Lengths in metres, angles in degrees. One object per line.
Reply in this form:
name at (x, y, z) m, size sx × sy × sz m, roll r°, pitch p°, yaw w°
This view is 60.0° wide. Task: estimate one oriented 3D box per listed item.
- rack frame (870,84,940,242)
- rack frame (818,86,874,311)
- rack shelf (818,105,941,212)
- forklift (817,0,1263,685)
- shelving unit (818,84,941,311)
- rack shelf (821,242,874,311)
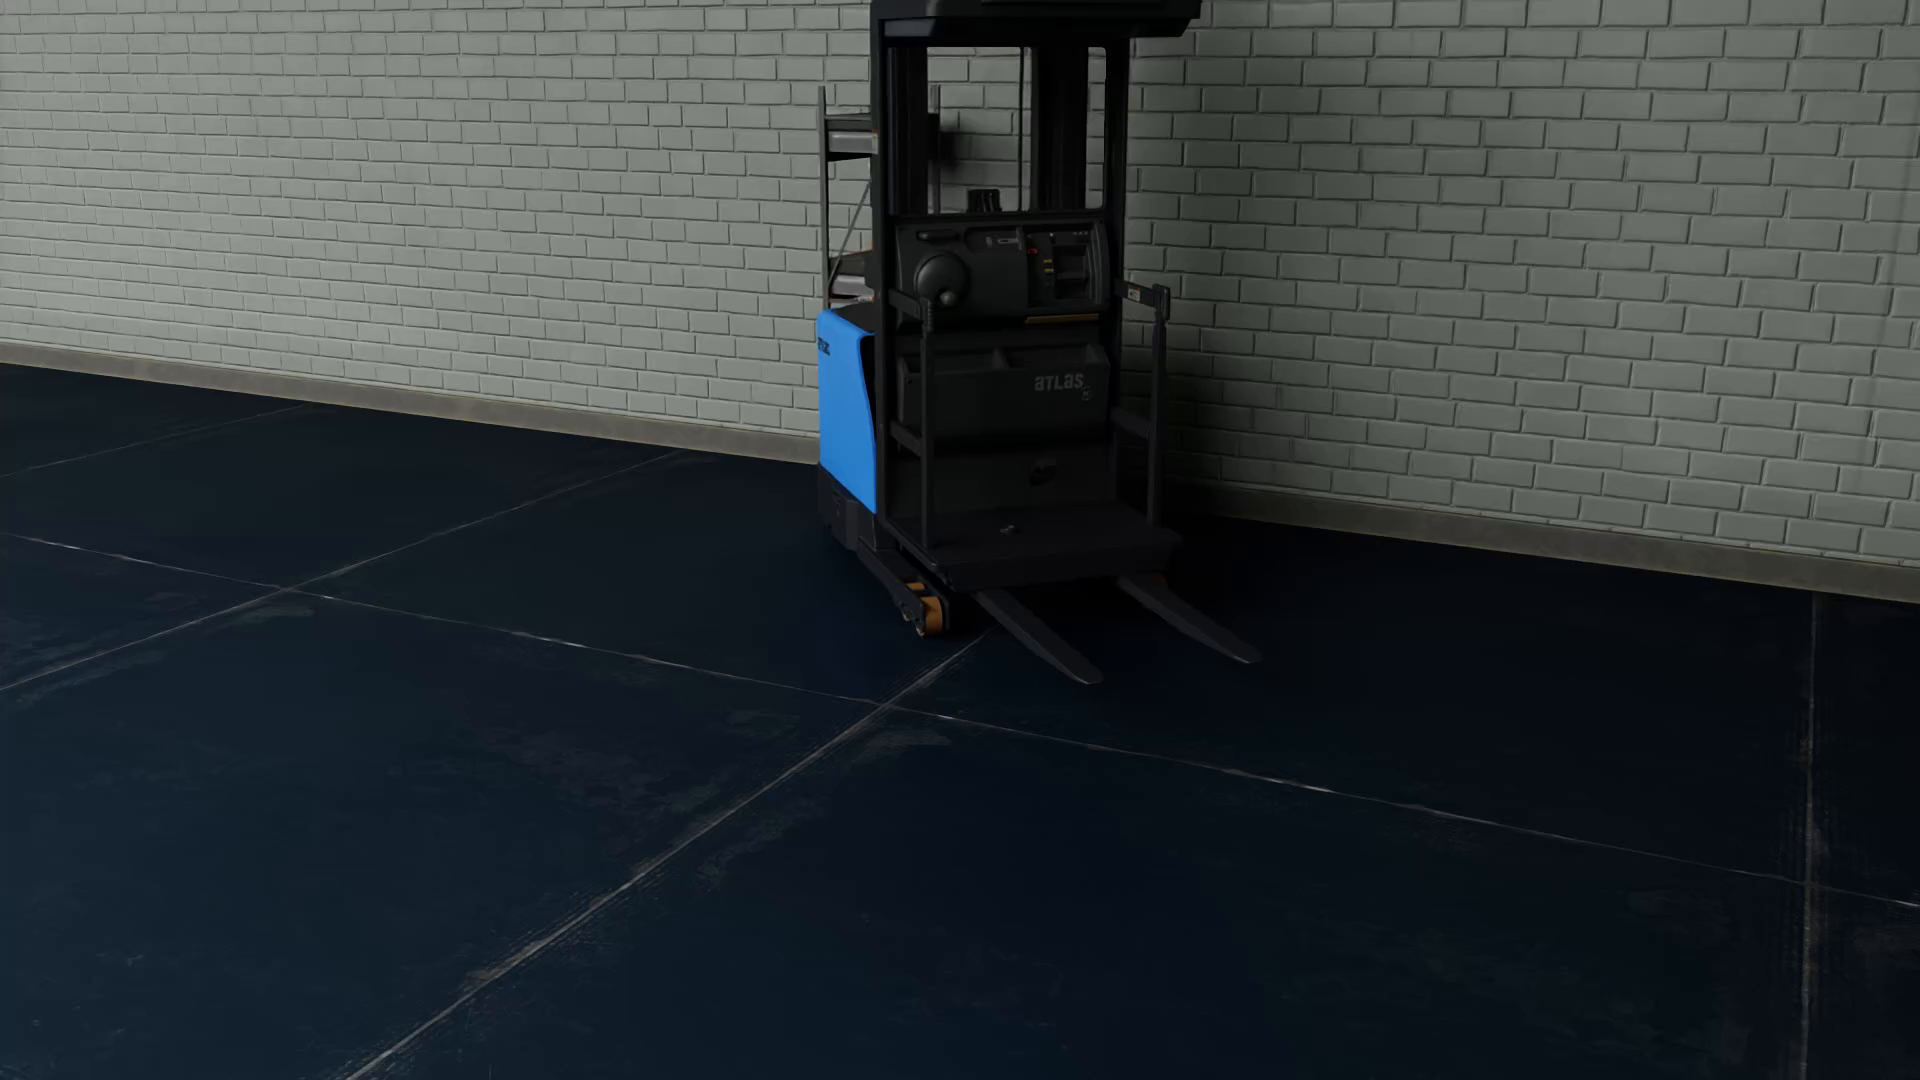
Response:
rack frame at (-0.281, -1.305, 8.729) m, size 0.400 × 2.100 × 0.015 m, roll 9°, pitch 19°, yaw 27°
rack frame at (-0.514, -1.182, 8.318) m, size 0.400 × 2.100 × 0.015 m, roll 9°, pitch 19°, yaw 27°
rack shelf at (-0.398, -1.901, 8.328) m, size 0.431 × 0.518 × 0.480 m, roll 9°, pitch 19°, yaw 27°
forklift at (0.255, -1.144, 6.730) m, size 1.130 × 2.935 × 3.031 m, roll -6°, pitch 17°, yaw -18°
shelving unit at (-0.398, -1.244, 8.523) m, size 0.431 × 2.100 × 0.503 m, roll 9°, pitch 19°, yaw 27°
rack shelf at (-0.398, -1.230, 8.527) m, size 0.431 × 0.518 × 0.480 m, roll 9°, pitch 19°, yaw 27°
